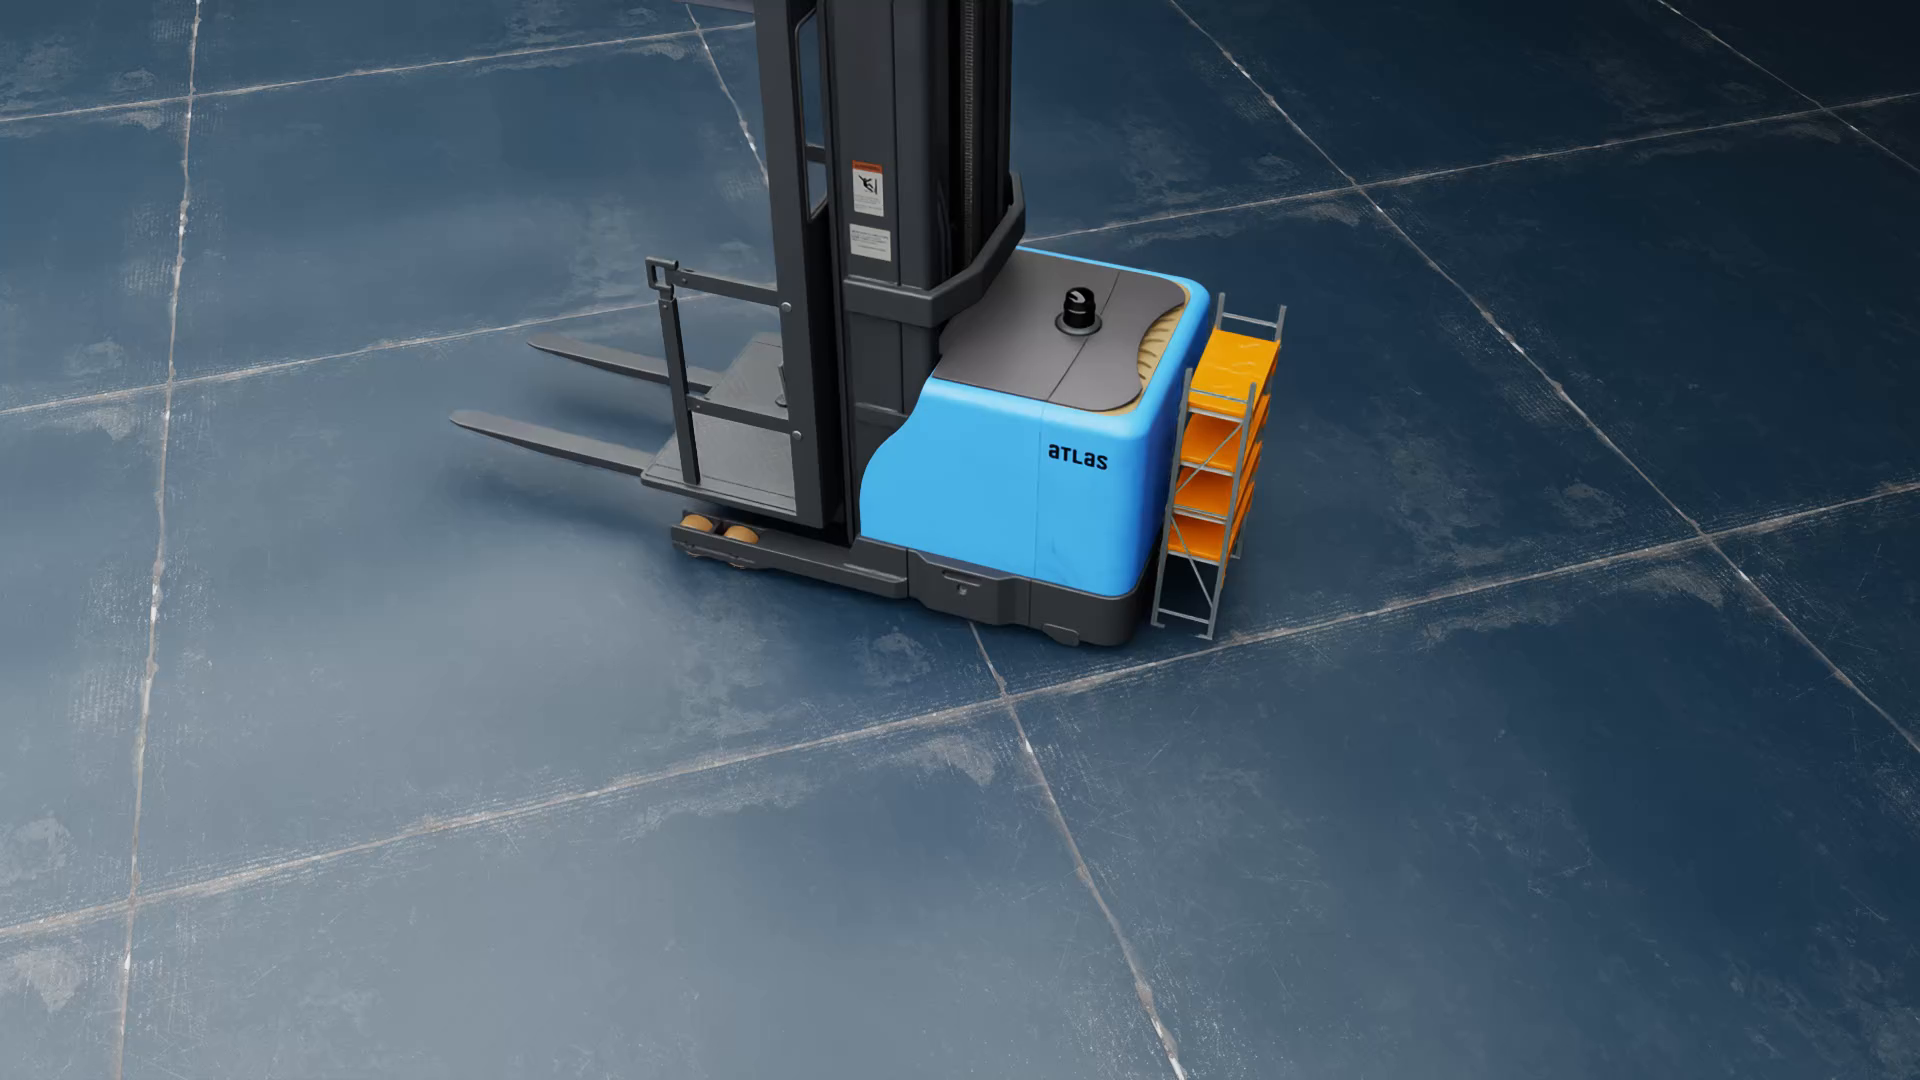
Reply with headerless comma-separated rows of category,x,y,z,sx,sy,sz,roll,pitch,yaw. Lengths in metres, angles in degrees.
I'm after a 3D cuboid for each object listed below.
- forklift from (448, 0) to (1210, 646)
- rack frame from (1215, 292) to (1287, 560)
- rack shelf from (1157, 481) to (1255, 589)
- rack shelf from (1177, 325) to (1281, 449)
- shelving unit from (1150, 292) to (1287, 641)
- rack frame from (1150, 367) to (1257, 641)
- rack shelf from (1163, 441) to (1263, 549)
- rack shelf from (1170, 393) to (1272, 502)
forklift,-0.620,-1.305,6.016,3.031,2.935,1.130,14,43,15
rack frame,1.024,-0.402,6.293,0.240,1.200,0.015,14,43,14
rack shelf,0.935,-0.052,6.296,0.258,0.148,0.480,14,43,14
rack shelf,0.951,-0.544,5.859,0.258,0.148,0.480,14,43,14
shelving unit,0.941,-0.251,6.120,0.258,1.200,0.503,14,43,14
rack frame,0.859,-0.100,5.947,0.240,1.200,0.015,14,43,14
rack shelf,0.940,-0.200,6.164,0.258,0.148,0.480,14,43,14
rack shelf,0.945,-0.367,6.016,0.258,0.148,0.480,14,43,14
